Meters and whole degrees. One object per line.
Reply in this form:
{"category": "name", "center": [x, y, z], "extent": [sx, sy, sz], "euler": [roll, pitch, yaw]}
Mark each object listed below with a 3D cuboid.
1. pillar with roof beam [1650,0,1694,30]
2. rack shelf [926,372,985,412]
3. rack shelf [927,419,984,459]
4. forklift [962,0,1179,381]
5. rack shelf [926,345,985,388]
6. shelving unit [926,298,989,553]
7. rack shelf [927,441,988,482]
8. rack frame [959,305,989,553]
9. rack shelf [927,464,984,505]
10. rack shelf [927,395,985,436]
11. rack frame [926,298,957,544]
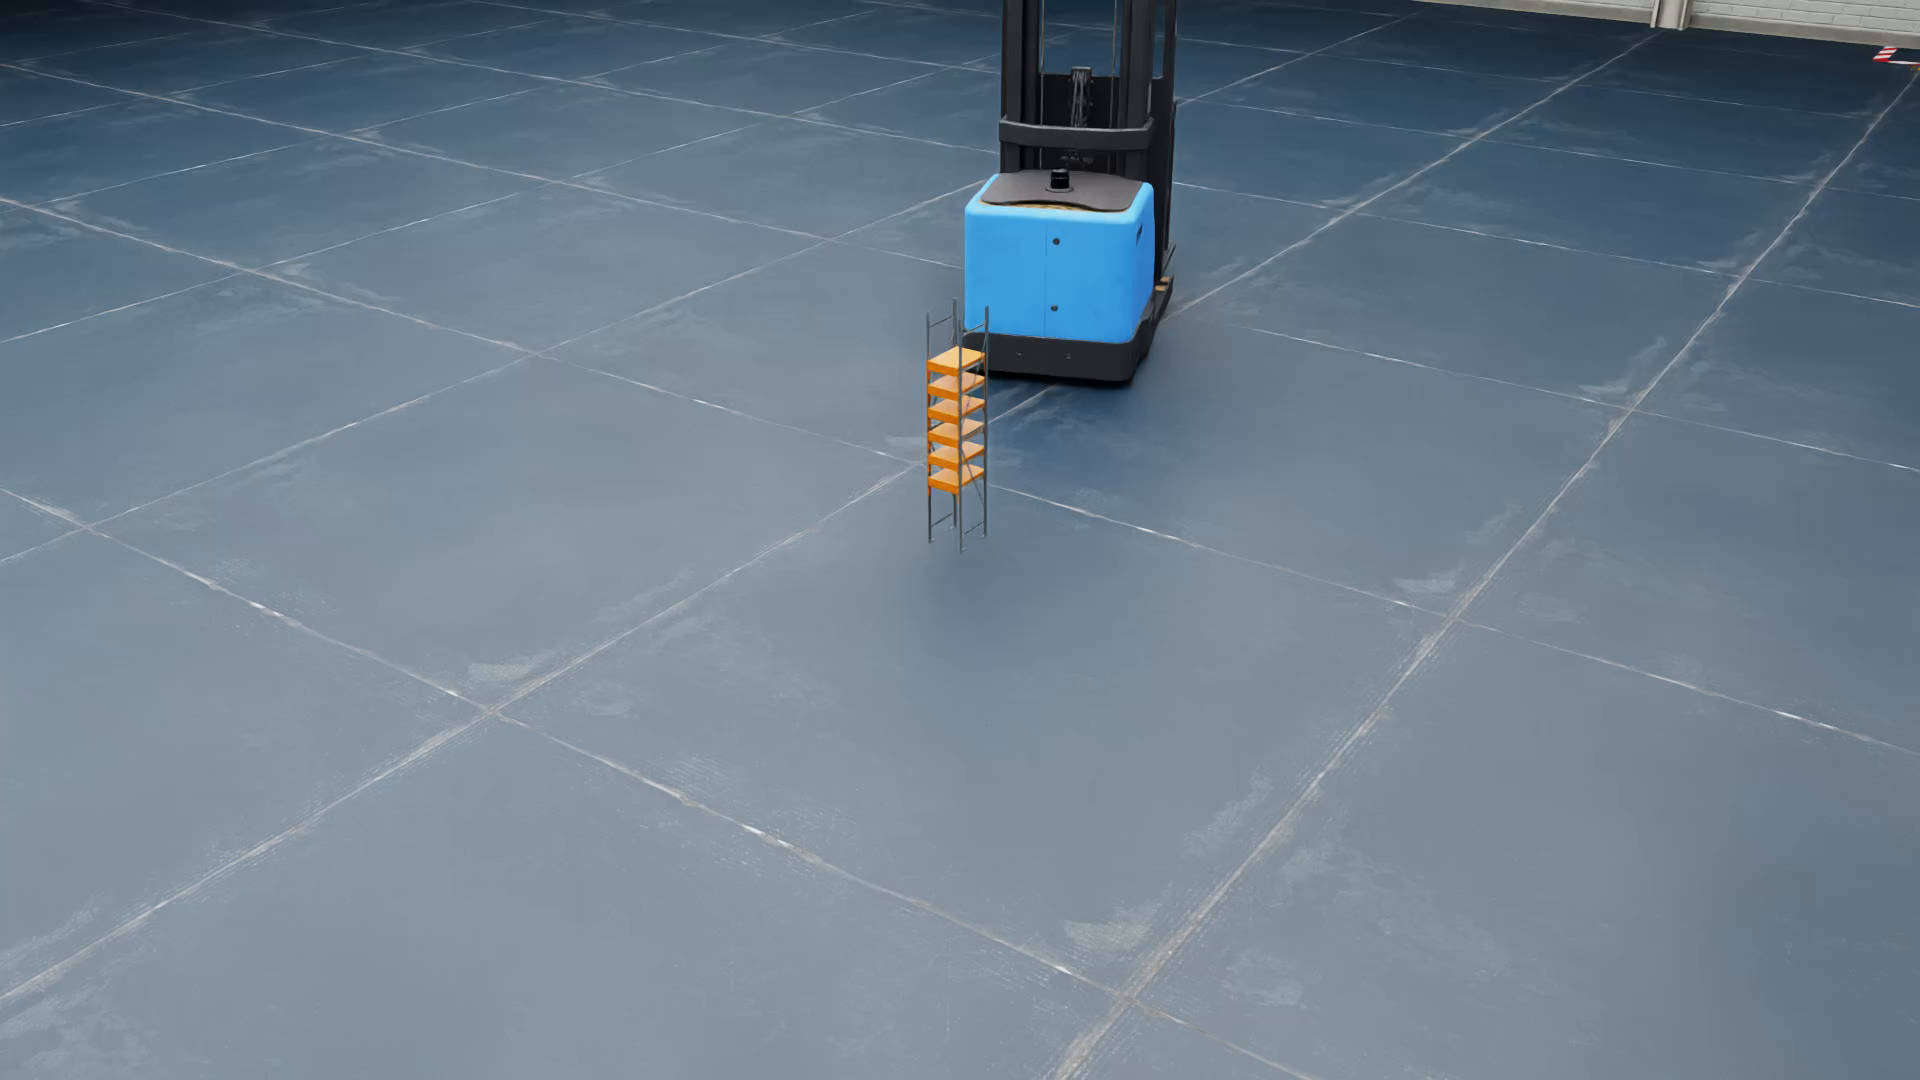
{"category": "pillar with roof beam", "center": [6.499, -8.866, 15.749], "extent": [0.400, 9.000, 9.100], "euler": [17, 32, 30]}
{"category": "rack shelf", "center": [-0.012, -0.713, 7.896], "extent": [0.180, 0.103, 0.258], "euler": [17, 32, 30]}
{"category": "rack shelf", "center": [-0.012, -0.499, 8.005], "extent": [0.180, 0.103, 0.258], "euler": [17, 32, 30]}
{"category": "forklift", "center": [0.859, -2.906, 10.729], "extent": [1.130, 2.935, 3.031], "euler": [6, 28, 12]}
{"category": "rack shelf", "center": [-0.012, -0.820, 7.842], "extent": [0.180, 0.103, 0.258], "euler": [17, 32, 30]}
{"category": "shelving unit", "center": [-0.012, -0.538, 7.985], "extent": [0.189, 1.200, 0.258], "euler": [17, 32, 30]}
{"category": "rack shelf", "center": [-0.012, -0.392, 8.060], "extent": [0.180, 0.103, 0.258], "euler": [17, 32, 30]}
{"category": "rack frame", "center": [0.063, -0.515, 7.939], "extent": [0.006, 1.200, 0.240], "euler": [17, 32, 30]}
{"category": "rack shelf", "center": [-0.012, -0.285, 8.114], "extent": [0.180, 0.103, 0.258], "euler": [17, 32, 30]}
{"category": "rack shelf", "center": [-0.012, -0.606, 7.951], "extent": [0.180, 0.103, 0.258], "euler": [17, 32, 30]}
{"category": "rack frame", "center": [-0.087, -0.562, 8.031], "extent": [0.006, 1.200, 0.240], "euler": [17, 32, 30]}
